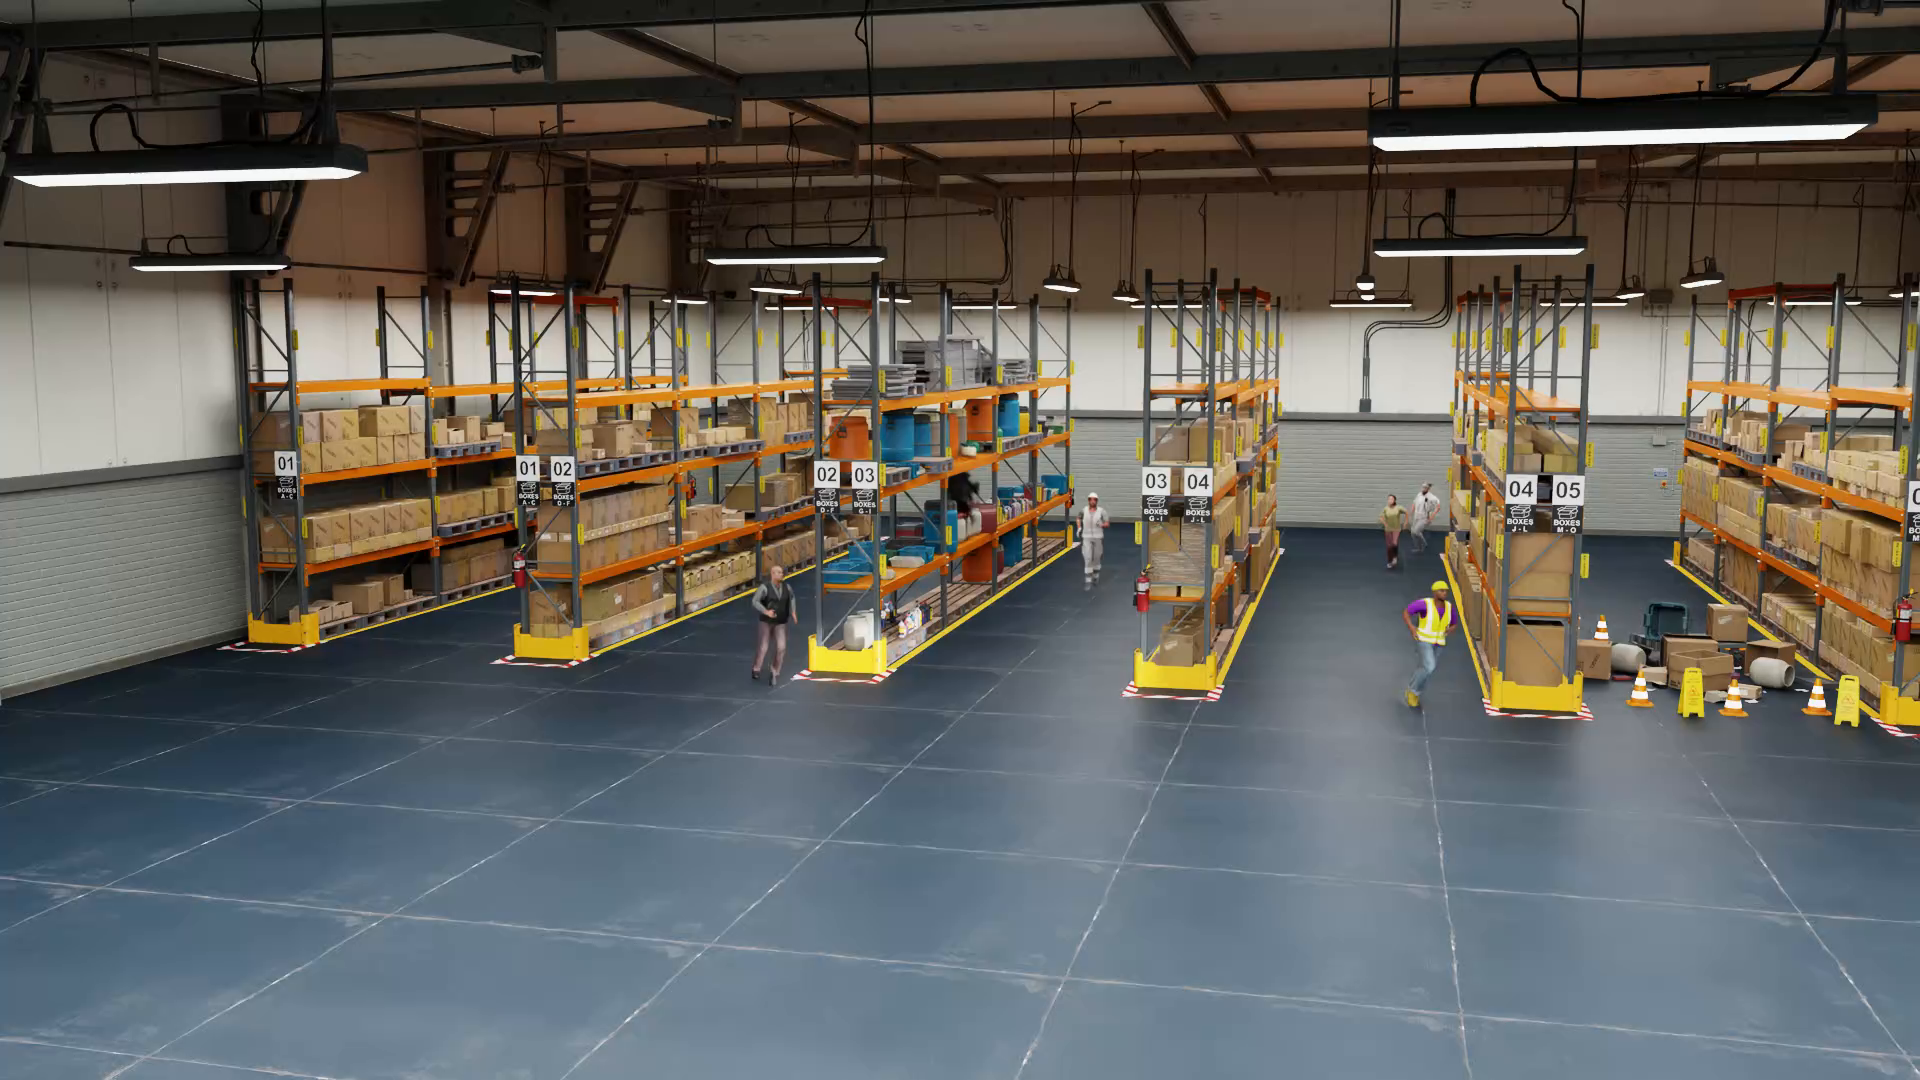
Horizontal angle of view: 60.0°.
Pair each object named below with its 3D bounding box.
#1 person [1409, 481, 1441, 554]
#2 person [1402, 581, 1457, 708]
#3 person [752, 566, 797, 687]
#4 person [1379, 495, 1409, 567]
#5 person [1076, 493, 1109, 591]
[{"bbox_3d":[10.829,-0.516,38.956,0.584,1.714,0.725,-4,8,-28],"label":"person"},{"bbox_3d":[6.471,1.425,22.833,0.692,1.754,0.657,-2,7,-19],"label":"person"},{"bbox_3d":[-2.705,1.254,24.349,0.716,1.756,0.661,-3,7,-24],"label":"person"},{"bbox_3d":[9.518,-0.187,36.552,0.597,1.618,0.719,3,8,26],"label":"person"},{"bbox_3d":[2.529,0.012,31.740,0.640,1.839,0.773,1,7,7],"label":"person"}]
